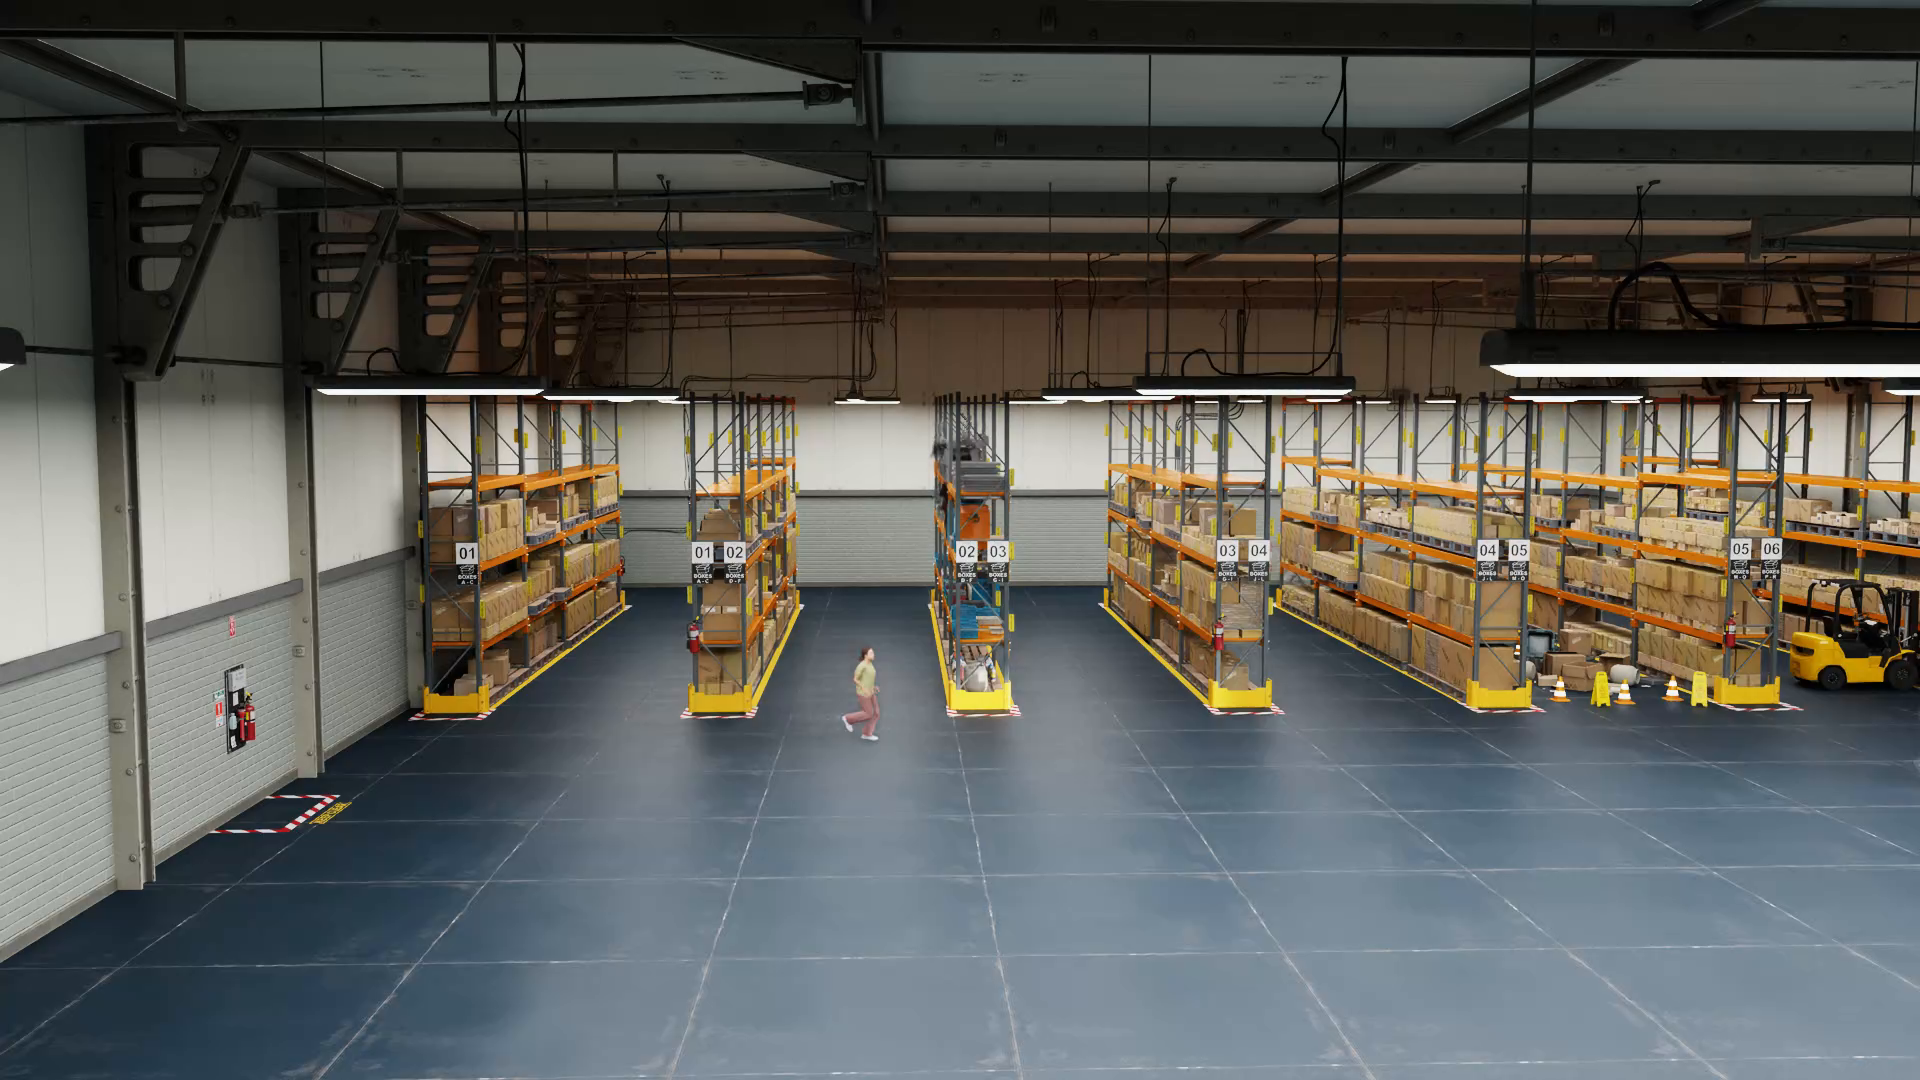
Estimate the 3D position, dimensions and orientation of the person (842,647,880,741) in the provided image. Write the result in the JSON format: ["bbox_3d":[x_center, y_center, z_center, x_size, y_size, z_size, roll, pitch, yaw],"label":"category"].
[{"bbox_3d":[-1.695,2.651,28.618,0.623,1.579,0.572,2,5,22],"label":"person"}]

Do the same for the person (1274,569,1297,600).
[{"bbox_3d":[9.682,0.919,49.158,0.741,1.729,0.954,1,5,16],"label":"person"}]

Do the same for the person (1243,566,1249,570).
[{"bbox_3d":[8.367,0.957,48.307,0.866,1.792,0.719,-3,5,-32],"label":"person"}]
